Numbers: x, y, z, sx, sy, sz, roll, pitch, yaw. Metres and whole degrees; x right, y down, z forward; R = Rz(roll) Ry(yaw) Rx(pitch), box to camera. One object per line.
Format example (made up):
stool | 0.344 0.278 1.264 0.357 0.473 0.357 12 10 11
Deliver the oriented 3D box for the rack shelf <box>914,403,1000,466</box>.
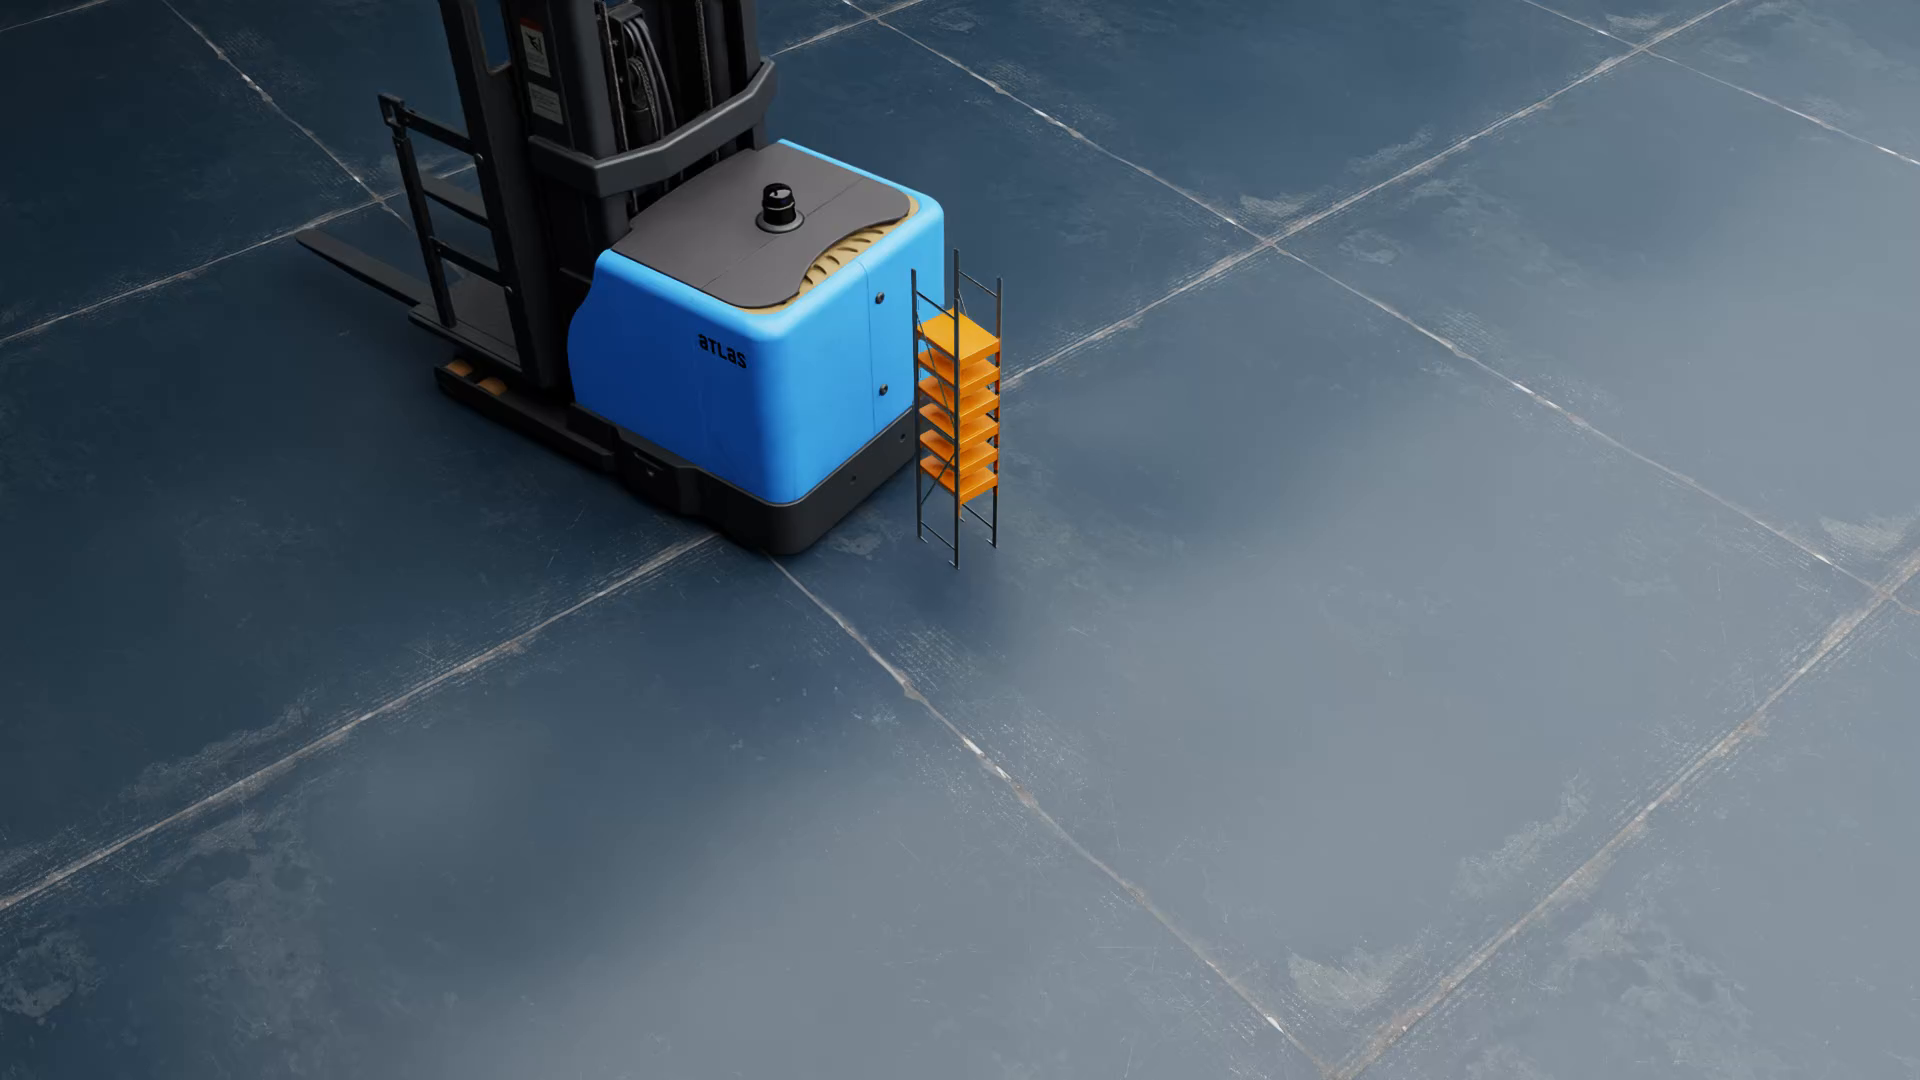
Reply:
rack shelf | -0.011 -0.399 5.863 0.180 0.103 0.258 -30 51 -28

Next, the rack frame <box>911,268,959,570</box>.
rack frame | -0.081 -0.391 5.790 0.006 1.200 0.240 -30 51 -28

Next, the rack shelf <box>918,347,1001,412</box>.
rack shelf | -0.011 -0.574 5.699 0.180 0.103 0.258 -30 51 -28

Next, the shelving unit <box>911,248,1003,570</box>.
shelving unit | -0.011 -0.431 5.832 0.189 1.200 0.258 -30 51 -28

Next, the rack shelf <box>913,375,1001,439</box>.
rack shelf | -0.011 -0.486 5.781 0.180 0.103 0.258 -30 51 -28

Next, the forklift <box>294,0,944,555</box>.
forklift | -1.534 -1.833 6.060 3.031 2.935 1.130 26 49 25

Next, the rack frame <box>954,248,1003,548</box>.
rack frame | 0.059 -0.471 5.875 0.006 1.200 0.240 -30 51 -28

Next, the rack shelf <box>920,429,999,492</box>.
rack shelf | -0.011 -0.311 5.945 0.180 0.103 0.258 -30 51 -28

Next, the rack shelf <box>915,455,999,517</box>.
rack shelf | -0.011 -0.224 6.027 0.180 0.103 0.258 -30 51 -28

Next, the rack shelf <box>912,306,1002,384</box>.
rack shelf | -0.011 -0.661 5.616 0.180 0.103 0.258 -30 51 -28
